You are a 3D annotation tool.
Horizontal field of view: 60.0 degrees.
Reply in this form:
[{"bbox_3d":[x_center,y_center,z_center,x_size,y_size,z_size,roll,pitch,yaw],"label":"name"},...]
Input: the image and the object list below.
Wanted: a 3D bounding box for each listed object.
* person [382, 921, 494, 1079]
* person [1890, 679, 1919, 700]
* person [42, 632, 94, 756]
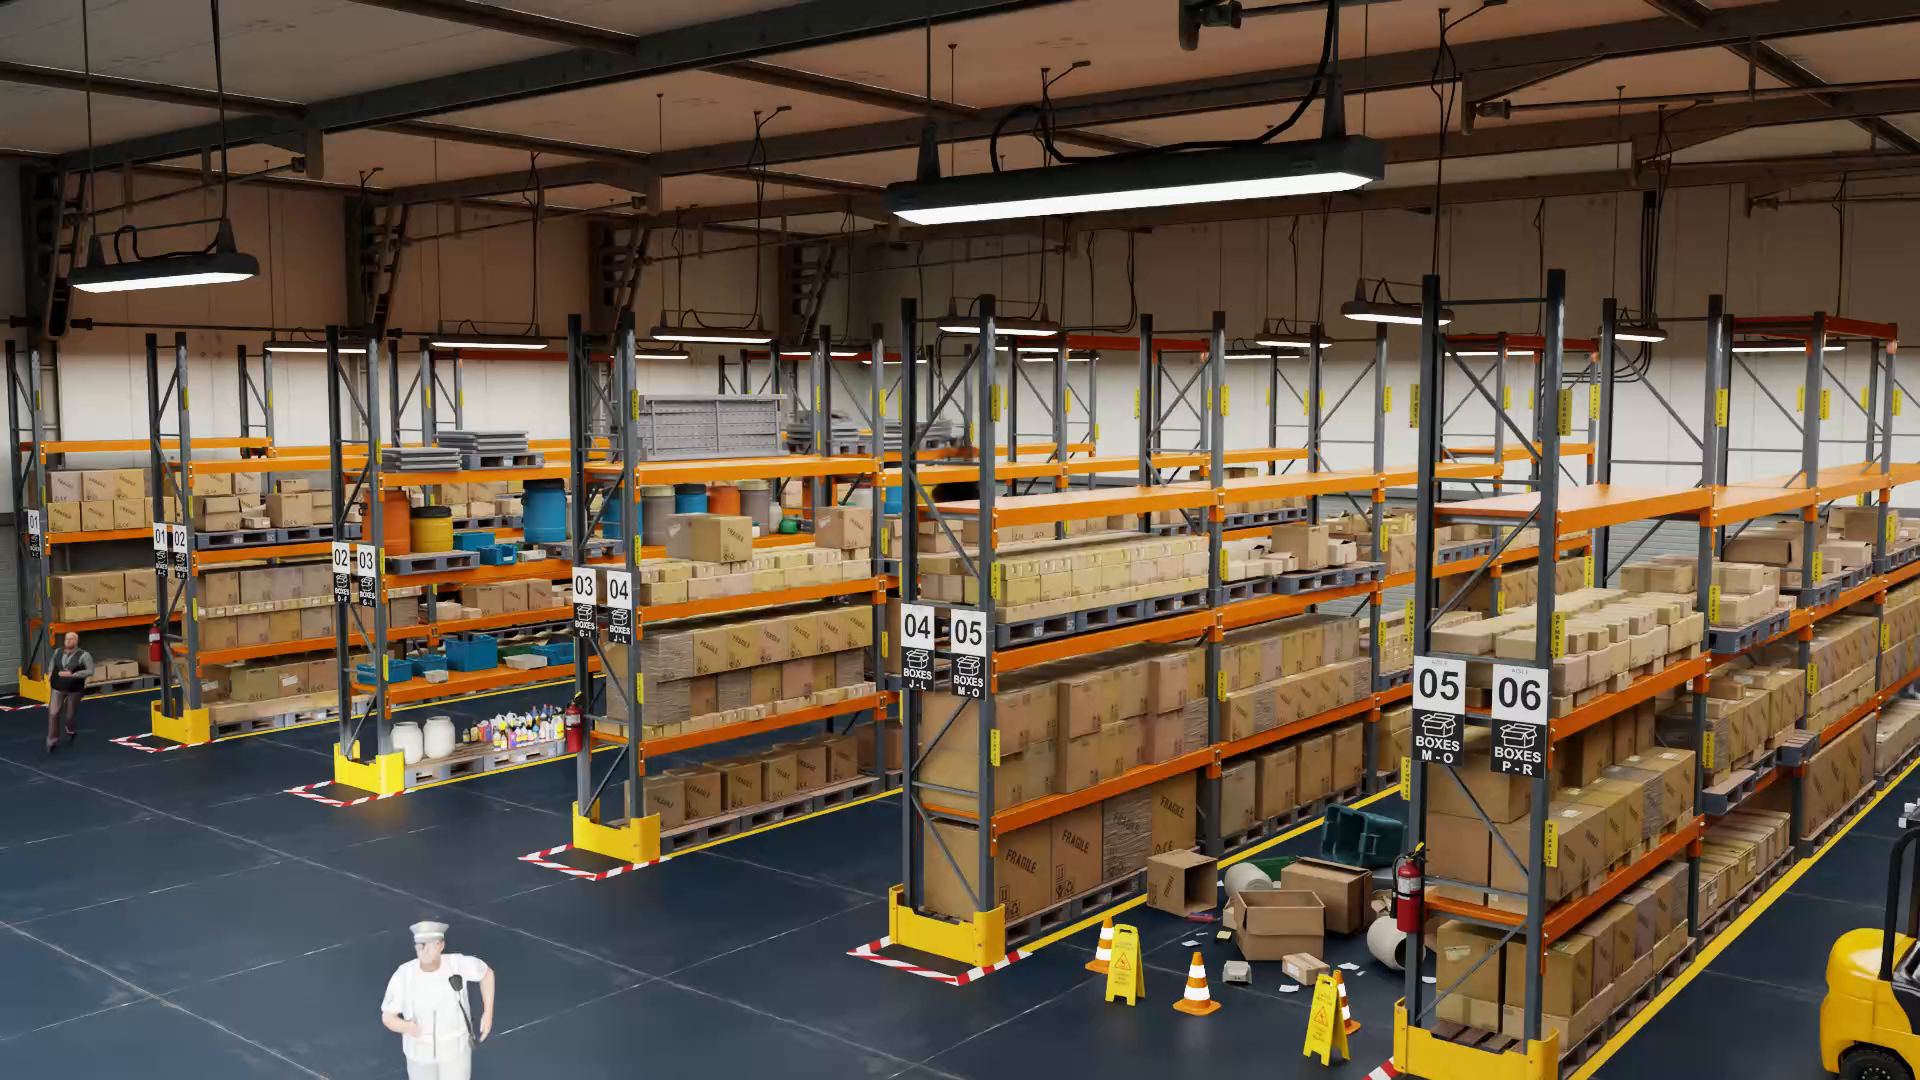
[{"bbox_3d":[-3.372,3.324,10.776,0.673,1.832,0.911,-1,5,-10],"label":"person"},{"bbox_3d":[14.594,2.011,25.800,0.662,1.630,0.876,-2,5,-20],"label":"person"},{"bbox_3d":[-12.769,2.184,23.923,0.661,1.744,0.864,-1,5,-9],"label":"person"}]
